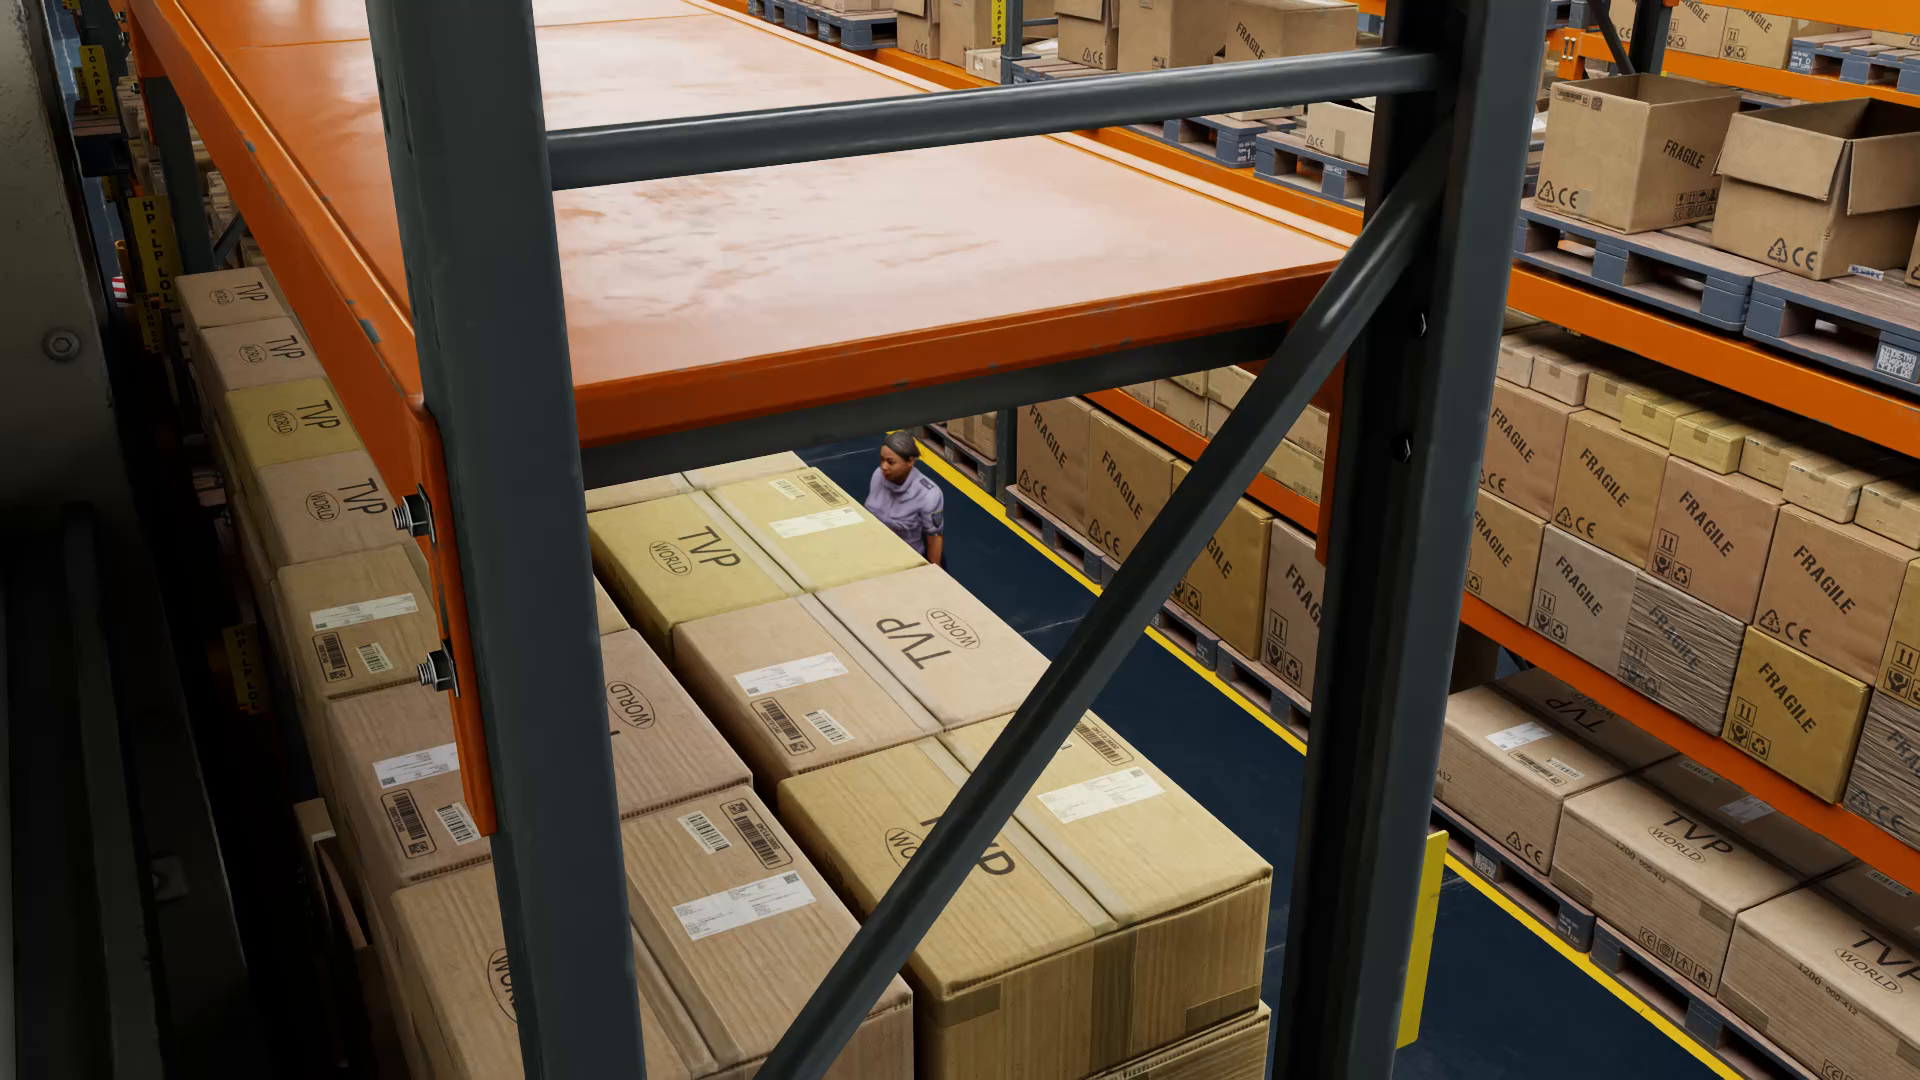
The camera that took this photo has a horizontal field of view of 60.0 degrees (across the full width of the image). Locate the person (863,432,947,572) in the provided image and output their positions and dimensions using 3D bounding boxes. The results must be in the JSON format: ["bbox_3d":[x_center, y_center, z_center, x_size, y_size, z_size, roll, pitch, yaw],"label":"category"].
[{"bbox_3d":[-0.275,0.161,8.760,0.491,1.636,0.500,15,29,28],"label":"person"}]
